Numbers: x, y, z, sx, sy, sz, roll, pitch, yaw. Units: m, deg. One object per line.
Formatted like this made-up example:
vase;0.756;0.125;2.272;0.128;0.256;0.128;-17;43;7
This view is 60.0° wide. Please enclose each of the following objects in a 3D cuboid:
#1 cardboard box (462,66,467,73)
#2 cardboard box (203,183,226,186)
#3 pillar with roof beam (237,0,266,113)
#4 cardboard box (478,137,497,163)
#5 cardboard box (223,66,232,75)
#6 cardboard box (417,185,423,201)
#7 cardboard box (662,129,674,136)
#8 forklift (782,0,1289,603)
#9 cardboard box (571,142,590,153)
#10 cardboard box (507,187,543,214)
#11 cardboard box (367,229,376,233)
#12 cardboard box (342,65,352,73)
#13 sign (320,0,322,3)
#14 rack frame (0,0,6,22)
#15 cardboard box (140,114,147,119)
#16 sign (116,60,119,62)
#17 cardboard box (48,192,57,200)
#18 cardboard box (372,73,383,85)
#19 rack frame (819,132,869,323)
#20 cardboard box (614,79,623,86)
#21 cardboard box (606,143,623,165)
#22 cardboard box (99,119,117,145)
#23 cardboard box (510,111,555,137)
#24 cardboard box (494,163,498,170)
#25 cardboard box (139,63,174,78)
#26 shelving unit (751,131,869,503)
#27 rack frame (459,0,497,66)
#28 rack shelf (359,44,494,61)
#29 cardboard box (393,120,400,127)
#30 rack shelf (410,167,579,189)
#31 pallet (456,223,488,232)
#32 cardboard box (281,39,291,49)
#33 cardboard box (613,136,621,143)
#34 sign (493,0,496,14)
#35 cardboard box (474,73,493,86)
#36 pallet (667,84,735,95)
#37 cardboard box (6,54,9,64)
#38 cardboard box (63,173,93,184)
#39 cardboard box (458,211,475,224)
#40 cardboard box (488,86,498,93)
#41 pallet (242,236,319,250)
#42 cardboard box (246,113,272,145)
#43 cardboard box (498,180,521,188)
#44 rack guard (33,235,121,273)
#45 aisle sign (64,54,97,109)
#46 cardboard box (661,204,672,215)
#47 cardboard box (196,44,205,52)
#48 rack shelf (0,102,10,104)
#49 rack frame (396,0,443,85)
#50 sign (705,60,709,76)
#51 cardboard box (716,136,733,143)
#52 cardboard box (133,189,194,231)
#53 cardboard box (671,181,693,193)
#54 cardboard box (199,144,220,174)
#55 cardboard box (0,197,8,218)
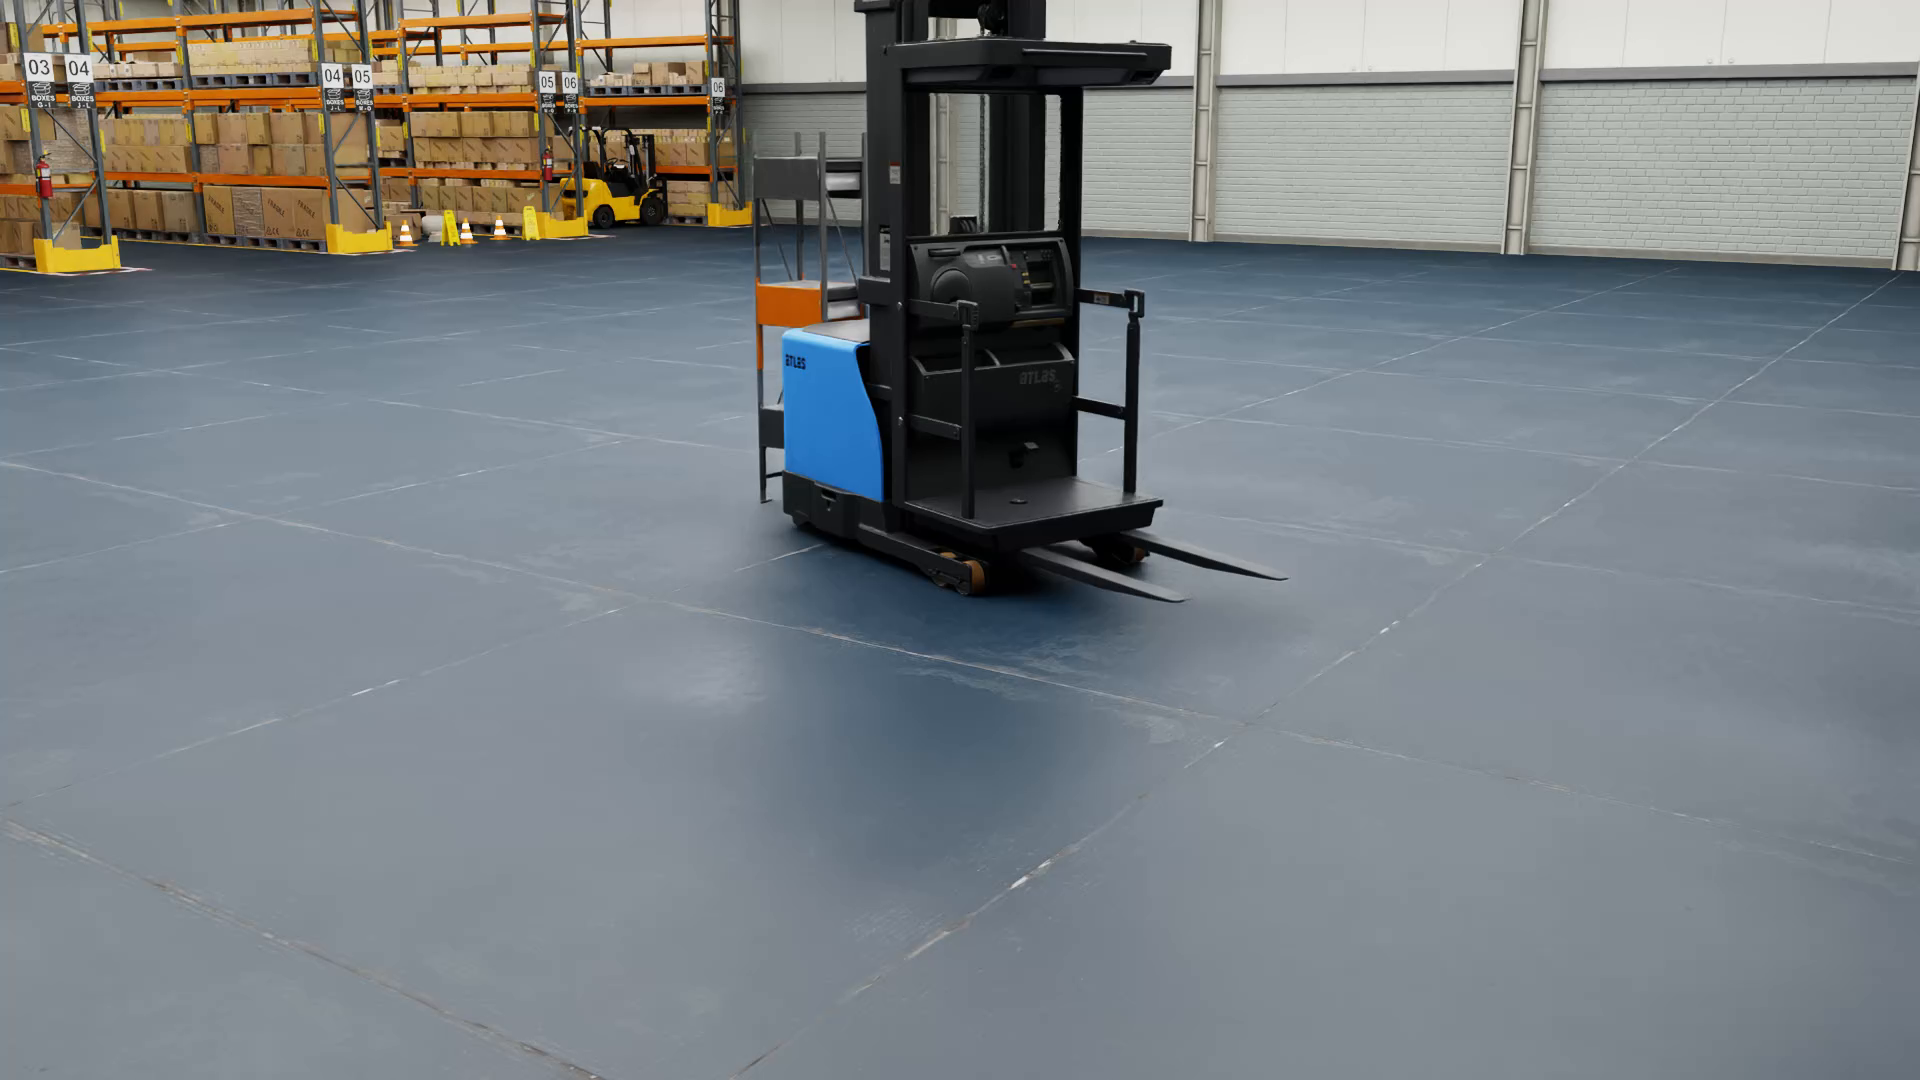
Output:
cardboard box;-9.883;-9.543;33.754;0.250;0.149;0.380;10;17;34
cardboard box;-17.378;-8.300;39.656;0.875;0.875;0.875;10;17;35
pillar with roof beam;-22.626;-13.316;43.888;0.400;9.000;9.100;9;17;33
cardboard box;-9.410;-7.932;33.795;0.500;0.500;0.500;9;17;33
cardboard box;-13.020;-8.455;29.934;0.250;0.149;0.380;9;16;32
cardboard box;-13.608;-8.857;42.689;0.500;0.500;0.500;8;16;31
cardboard box;-6.525;-9.207;37.596;0.250;0.149;0.380;10;17;34
forklift;0.288;-1.294;7.953;1.130;2.935;3.031;-10;17;-34
cardboard box;-9.082;-9.296;39.407;0.500;0.250;0.500;9;16;32
cardboard box;-8.790;-6.874;33.636;0.500;0.500;0.500;9;17;33
cardboard box;-11.523;-5.931;32.228;0.258;0.266;0.396;13;19;42
cardboard box;-10.764;-8.281;29.231;0.250;0.149;0.380;9;17;33
sign;-14.323;-12.171;37.156;0.005;0.325;0.100;9;17;33
rack frame;-20.616;-11.106;34.960;0.127;3.000;1.000;9;17;33
cardboard box;-19.608;-10.235;40.288;0.250;0.149;0.380;9;17;33
sign;-16.980;-9.512;33.525;0.005;0.325;0.100;9;17;33
cardboard box;-18.435;-7.117;34.098;0.500;0.250;0.500;9;17;34
cardboard box;-12.281;-9.827;35.474;0.500;0.250;0.500;9;17;33
rack frame;-0.640;-1.208;9.323;0.015;2.100;0.400;10;16;34
cardboard box;-7.691;-10.474;38.092;0.250;0.149;0.380;10;17;34
cardboard box;-7.868;-8.982;38.657;0.500;0.500;0.500;10;17;34
cardboard box;-16.509;-8.062;32.858;0.500;0.500;0.700;9;16;32
cardboard box;-8.525;-8.288;33.155;0.500;0.500;0.700;9;16;31
cardboard box;-9.247;-7.612;33.853;0.250;0.149;0.380;9;17;34
cardboard box;-15.125;-8.878;31.434;0.500;0.250;0.500;9;17;32
shelving unit;-0.839;-1.242;9.461;0.503;2.100;0.431;10;16;34
rack frame;-11.851;-12.560;40.835;0.127;3.000;1.000;9;17;33
rack shelf;-13.510;-12.285;42.053;4.000;0.370;1.077;9;17;33
cardboard box;-12.450;-9.092;36.258;0.250;0.149;0.380;10;17;36
rack shelf;-9.639;-7.504;34.392;4.000;0.370;1.077;9;17;33
pallet;-10.722;-6.685;35.389;1.213;0.211;1.003;9;17;33
cardboard box;-11.546;-8.604;28.876;0.250;0.149;0.380;10;17;34
cardboard box;-7.803;-9.268;38.463;0.250;0.149;0.380;10;17;34
sign;-11.544;-13.202;41.153;0.005;0.325;0.100;9;17;33
cardboard box;-9.404;-9.264;33.455;0.500;0.250;0.500;10;17;34
pallet;-5.785;-10.088;37.276;1.213;0.211;1.003;9;17;33
cardboard box;-14.065;-7.219;24.984;0.250;0.149;0.380;9;16;31
cardboard box;-13.614;-5.573;25.616;0.250;0.149;0.380;9;17;33
cardboard box;-10.069;-6.718;34.566;0.500;0.250;0.500;9;16;32
cardboard box;-9.264;-9.052;33.427;0.250;0.149;0.380;9;17;32
pallet;-12.374;-5.486;30.547;1.213;0.211;1.003;9;17;33
cardboard box;-12.354;-7.442;30.083;0.500;0.550;0.875;9;17;33
cardboard box;-9.132;-7.224;33.702;0.250;0.149;0.380;10;17;34
rack guard;-13.573;-4.406;25.581;0.348;0.500;1.175;9;17;33
aisle sign;-13.292;-6.923;25.135;0.004;0.787;0.394;9;17;33
cardboard box;-6.596;-7.582;38.057;0.500;0.250;0.500;9;17;33
cardboard box;-13.652;-8.944;30.250;0.250;0.149;0.380;9;17;32
rack shelf;-22.275;-9.569;36.491;4.000;0.370;1.077;9;17;33
rack frame;-11.299;-11.034;34.668;0.127;3.000;1.000;9;17;33
sign;-5.527;-10.316;36.335;0.005;0.325;0.100;9;17;33
cardboard box;-5.349;-9.036;37.525;0.250;0.149;0.380;9;16;31
cardboard box;-15.341;-6.428;32.356;0.750;0.750;1.050;9;17;33
cardboard box;-6.196;-7.997;37.652;0.500;0.250;0.500;10;17;34
cardboard box;-13.665;-7.147;31.139;0.550;0.550;0.875;9;17;33
cardboard box;-20.150;-7.032;35.317;0.500;0.500;0.500;10;17;35
